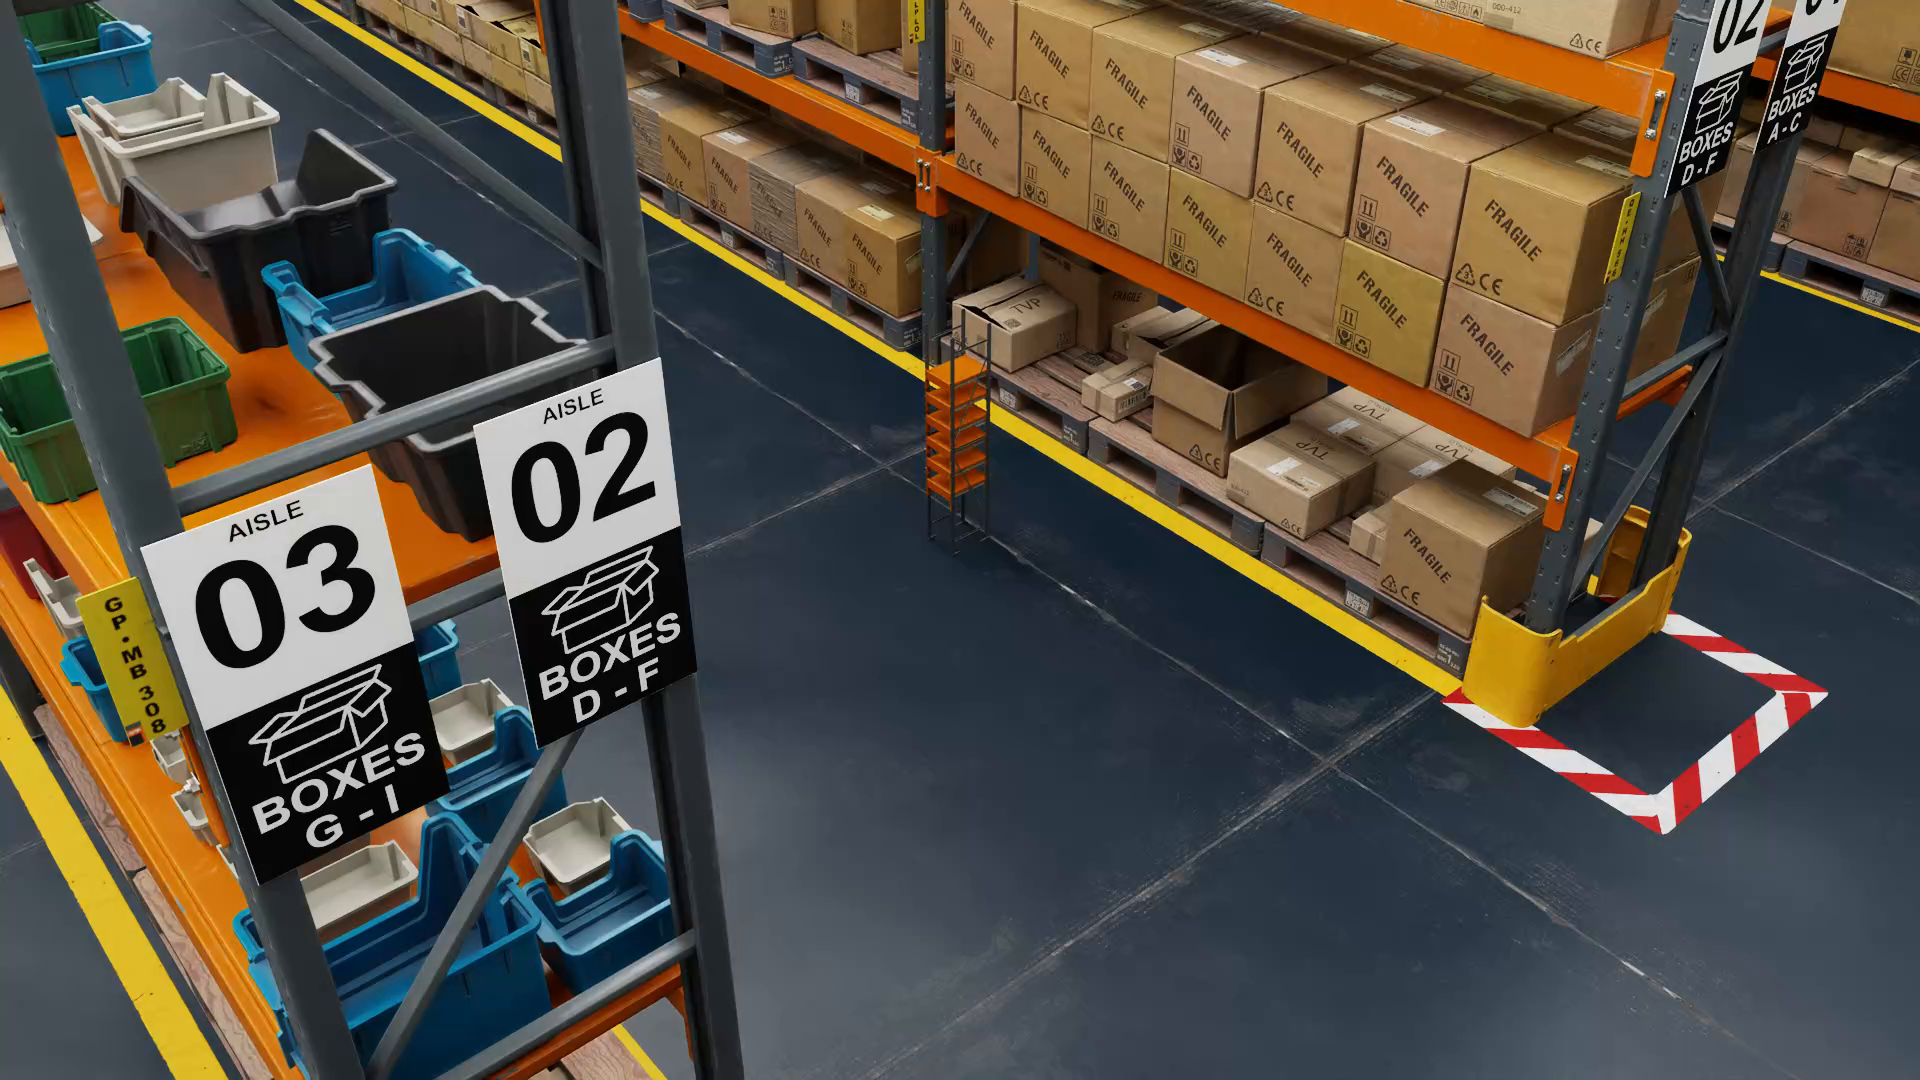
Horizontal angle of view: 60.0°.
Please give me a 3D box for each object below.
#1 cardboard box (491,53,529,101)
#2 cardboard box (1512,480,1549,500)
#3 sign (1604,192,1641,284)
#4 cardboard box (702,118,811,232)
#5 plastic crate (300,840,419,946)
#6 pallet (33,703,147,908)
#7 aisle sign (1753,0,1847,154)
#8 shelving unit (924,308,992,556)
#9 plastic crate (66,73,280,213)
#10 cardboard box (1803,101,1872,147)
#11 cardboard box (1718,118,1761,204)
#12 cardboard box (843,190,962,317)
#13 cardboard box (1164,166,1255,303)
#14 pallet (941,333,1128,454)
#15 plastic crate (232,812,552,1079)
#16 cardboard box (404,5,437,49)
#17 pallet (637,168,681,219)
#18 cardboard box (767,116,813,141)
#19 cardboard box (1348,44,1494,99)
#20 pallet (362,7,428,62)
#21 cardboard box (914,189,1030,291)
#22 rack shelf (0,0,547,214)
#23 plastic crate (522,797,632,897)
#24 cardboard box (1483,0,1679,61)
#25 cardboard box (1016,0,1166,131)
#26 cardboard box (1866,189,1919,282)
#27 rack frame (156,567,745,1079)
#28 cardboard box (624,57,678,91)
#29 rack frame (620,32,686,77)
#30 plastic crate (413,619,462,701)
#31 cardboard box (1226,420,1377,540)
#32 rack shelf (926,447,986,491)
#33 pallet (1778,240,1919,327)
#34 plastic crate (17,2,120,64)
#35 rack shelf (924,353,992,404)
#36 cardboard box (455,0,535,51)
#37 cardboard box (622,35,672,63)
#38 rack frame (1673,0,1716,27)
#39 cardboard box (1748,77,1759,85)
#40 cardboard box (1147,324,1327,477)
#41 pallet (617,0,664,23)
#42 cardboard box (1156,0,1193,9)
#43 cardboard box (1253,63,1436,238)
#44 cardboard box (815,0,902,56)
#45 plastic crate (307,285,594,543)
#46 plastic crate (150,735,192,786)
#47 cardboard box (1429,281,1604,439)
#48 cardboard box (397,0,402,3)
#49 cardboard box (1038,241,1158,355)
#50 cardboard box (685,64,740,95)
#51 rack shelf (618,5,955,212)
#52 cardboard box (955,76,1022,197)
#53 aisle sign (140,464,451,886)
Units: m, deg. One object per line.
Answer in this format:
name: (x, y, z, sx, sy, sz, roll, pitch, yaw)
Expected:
cardboard box: (-3.242, -3.613, 12.772, 0.500, 0.250, 0.500, -27, 43, -32)
cardboard box: (2.613, -0.111, 7.882, 0.380, 0.166, 0.250, -26, 43, -32)
sign: (2.345, -1.067, 5.886, 0.100, 0.325, 0.005, -26, 43, -32)
cardboard box: (-1.303, -2.367, 10.779, 0.500, 0.500, 0.500, -28, 44, -33)
plastic crate: (-1.669, 0.972, 4.458, 0.396, 0.136, 0.243, -26, 43, -32)
pallet: (-3.082, 0.864, 6.848, 1.003, 0.211, 1.213, -26, 43, -32)
aisle sign: (3.050, -1.804, 5.953, 0.394, 0.787, 0.004, -26, 43, -32)
shelving unit: (-0.009, -0.496, 7.912, 0.258, 1.200, 0.189, -26, 43, -32)
plastic crate: (-2.199, -1.088, 4.698, 0.437, 0.282, 0.530, -26, 43, -32)
cardboard box: (5.615, -2.667, 10.658, 0.380, 0.149, 0.250, -25, 42, -31)
cardboard box: (5.037, -2.612, 11.142, 0.700, 0.500, 0.500, -25, 42, -31)
cardboard box: (-0.337, -1.700, 9.838, 0.500, 0.500, 0.500, -26, 43, -32)
cardboard box: (1.304, -1.474, 7.649, 0.500, 0.500, 0.500, -27, 43, -32)
pallet: (0.643, -0.988, 9.463, 1.003, 0.211, 1.213, -26, 43, -32)
plastic crate: (-1.363, 1.065, 4.069, 0.616, 0.435, 0.499, -26, 43, -32)
cardboard box: (-4.226, -4.287, 13.724, 0.500, 0.250, 0.500, -27, 44, -33)
pallet: (-1.928, -2.714, 11.900, 1.003, 0.211, 1.213, -26, 43, -32)
cardboard box: (-0.921, -2.572, 11.069, 0.500, 0.500, 0.500, -28, 44, -33)
cardboard box: (2.034, -1.858, 7.326, 0.500, 0.500, 0.500, -25, 42, -31)
pallet: (-4.457, -4.513, 14.440, 1.003, 0.211, 1.213, -26, 43, -32)
cardboard box: (0.074, -1.894, 10.111, 0.500, 0.500, 0.500, -28, 44, -34)
rack shelf: (-2.295, -1.693, 3.822, 1.077, 0.370, 4.000, -26, 43, -32)
plastic crate: (-1.056, 0.861, 4.616, 0.250, 0.136, 0.298, -26, 43, -32)
cardboard box: (2.249, -1.955, 5.950, 0.500, 0.250, 0.500, -26, 43, -32)
cardboard box: (0.623, -2.338, 8.005, 0.500, 0.500, 0.500, -27, 44, -33)
cardboard box: (6.035, -1.936, 10.188, 0.700, 0.500, 0.500, -26, 43, -32)
rack frame: (-1.005, 1.182, 3.986, 1.000, 3.000, 0.127, -26, 43, -32)
cardboard box: (-2.306, -3.048, 11.740, 0.500, 0.500, 0.500, -24, 42, -30)
rack frame: (-2.381, -4.196, 11.579, 1.000, 3.000, 0.127, -26, 43, -32)
plastic crate: (-1.762, 0.412, 5.165, 0.416, 0.233, 0.300, -26, 43, -32)
cardboard box: (1.652, -0.300, 8.077, 0.500, 0.250, 0.500, -26, 43, -32)
rack shelf: (-0.009, -0.362, 8.007, 0.258, 0.103, 0.180, -26, 43, -32)
pallet: (5.988, -1.699, 10.467, 1.003, 0.211, 1.213, -26, 43, -32)
plastic crate: (-3.082, -1.648, 5.569, 0.450, 0.188, 0.662, -26, 43, -32)
rack shelf: (-0.009, -0.754, 7.730, 0.258, 0.103, 0.180, -26, 43, -32)
cardboard box: (-3.571, -4.065, 12.924, 0.500, 0.311, 0.500, -26, 43, -32)
cardboard box: (-2.495, -3.815, 12.572, 0.500, 0.311, 0.500, -24, 42, -30)
rack frame: (2.782, -3.112, 4.858, 1.000, 3.000, 0.127, -26, 43, -32)
cardboard box: (5.119, -3.005, 11.136, 0.380, 0.149, 0.250, -26, 43, -31)
cardboard box: (1.417, -0.763, 8.512, 0.797, 0.503, 0.637, -26, 43, -32)
pallet: (-1.890, -3.845, 11.249, 1.213, 0.211, 1.003, -26, 43, -32)
cardboard box: (1.057, -2.527, 8.271, 0.500, 0.500, 0.500, -27, 43, -33)
cardboard box: (1.619, -1.657, 7.042, 0.500, 0.500, 0.500, -25, 42, -31)
cardboard box: (-0.427, -3.215, 9.744, 0.700, 0.500, 0.500, -19, 40, -25)
plastic crate: (-1.040, -0.263, 3.544, 0.497, 0.269, 0.590, -26, 43, -32)
plastic crate: (-2.249, 0.601, 4.982, 0.298, 0.136, 0.250, -26, 43, -32)
cardboard box: (2.285, -0.801, 6.699, 0.500, 0.500, 0.500, -25, 42, -30)
cardboard box: (-4.567, -4.742, 13.881, 0.500, 0.311, 0.500, -27, 43, -32)
cardboard box: (0.785, -1.444, 9.475, 0.500, 0.500, 0.500, -26, 43, -32)
cardboard box: (-1.559, -3.313, 11.466, 0.500, 0.250, 0.500, -24, 42, -30)
rack shelf: (-1.090, -3.019, 10.541, 1.077, 0.370, 4.000, -26, 43, -32)
cardboard box: (0.321, -2.144, 8.596, 0.500, 0.500, 0.500, -25, 42, -31)
aisle sign: (-1.182, 0.262, 3.036, 0.394, 0.787, 0.004, -26, 43, -32)
